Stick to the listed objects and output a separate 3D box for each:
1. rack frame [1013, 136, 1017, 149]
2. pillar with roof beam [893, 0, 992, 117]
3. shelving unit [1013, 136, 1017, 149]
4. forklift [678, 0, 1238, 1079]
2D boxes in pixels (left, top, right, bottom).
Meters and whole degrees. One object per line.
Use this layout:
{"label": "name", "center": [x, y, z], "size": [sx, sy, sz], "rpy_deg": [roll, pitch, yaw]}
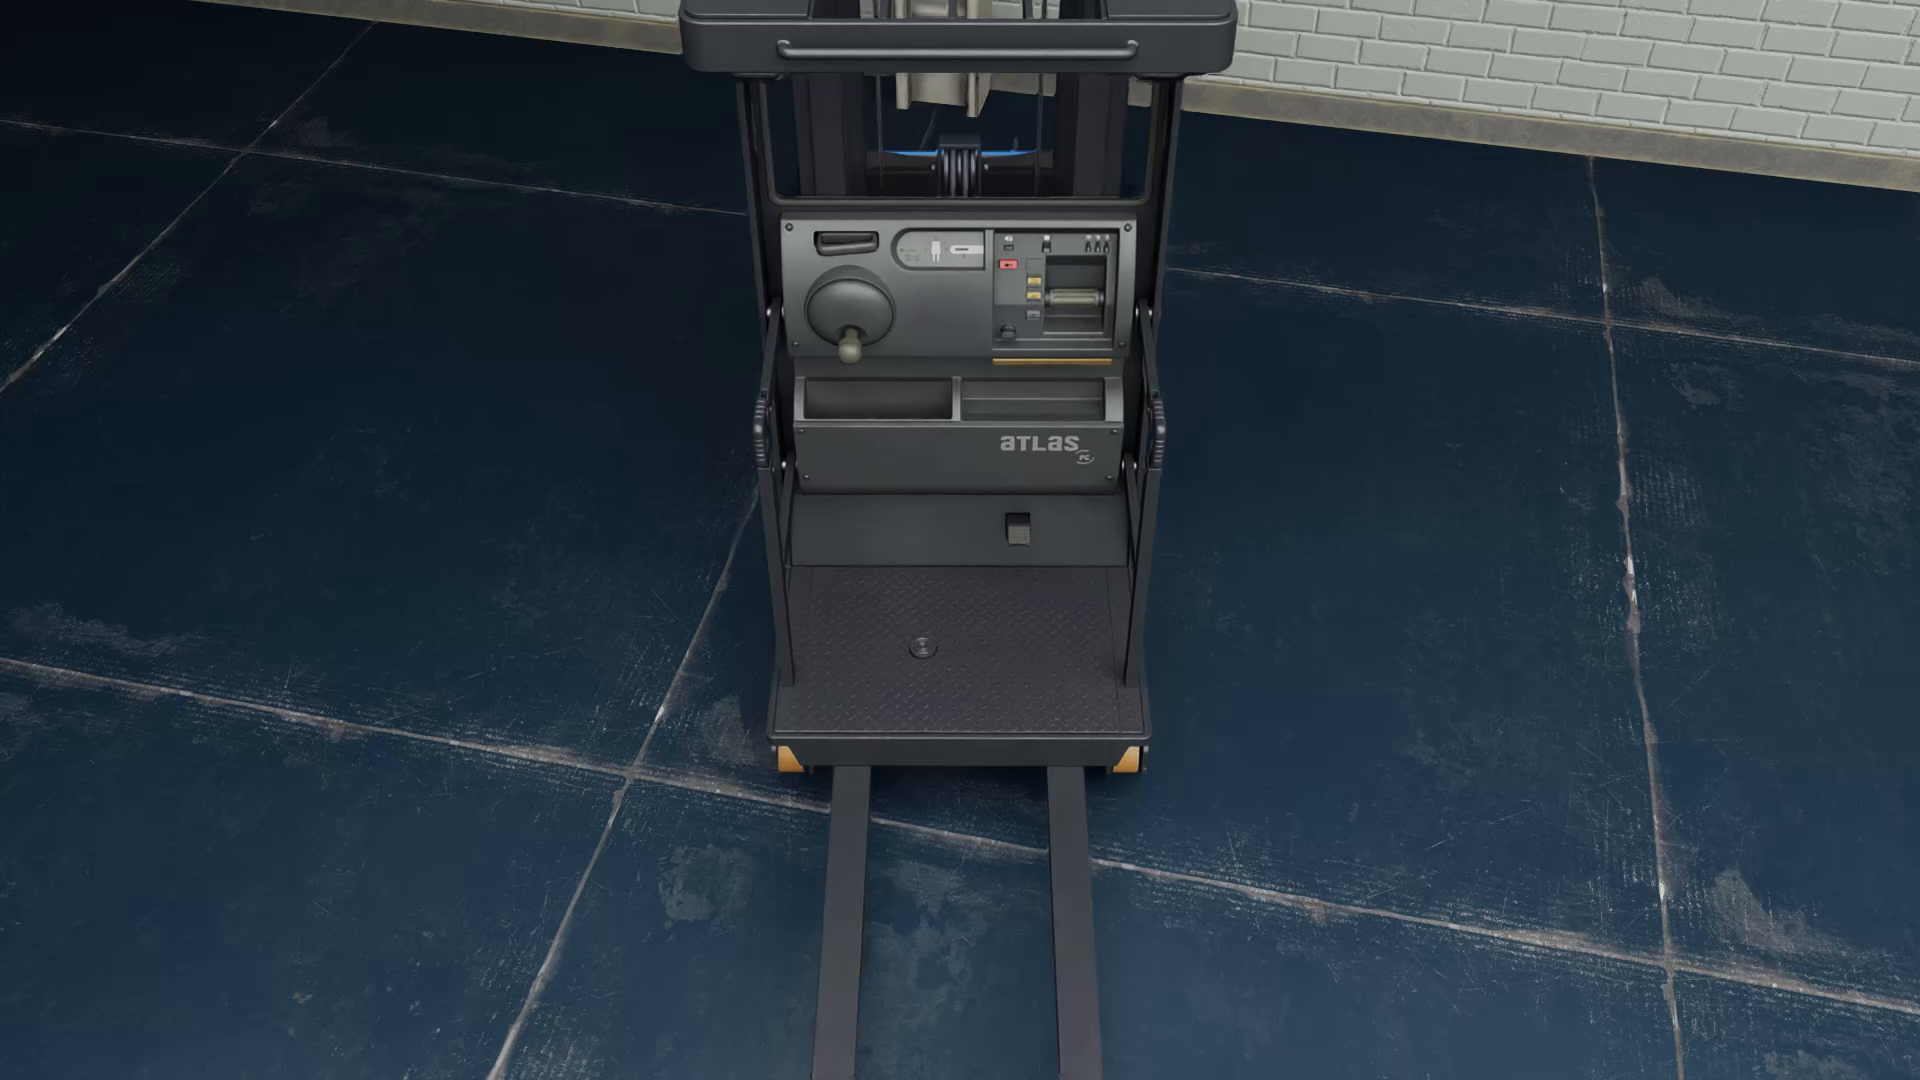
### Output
{"label": "rack frame", "center": [0.144, -1.051, 6.193], "size": [0.006, 0.900, 0.240], "rpy_deg": [21, 48, 20]}
{"label": "pillar with roof beam", "center": [-1.017, -2.451, 1.807], "size": [0.400, 9.000, 9.100], "rpy_deg": [9, 45, 9]}
{"label": "shelving unit", "center": [0.233, -1.017, 6.158], "size": [0.210, 0.900, 0.258], "rpy_deg": [21, 48, 20]}
{"label": "forklift", "center": [-0.002, -0.574, 4.233], "size": [1.130, 2.935, 3.031], "rpy_deg": [0, 44, 0]}
